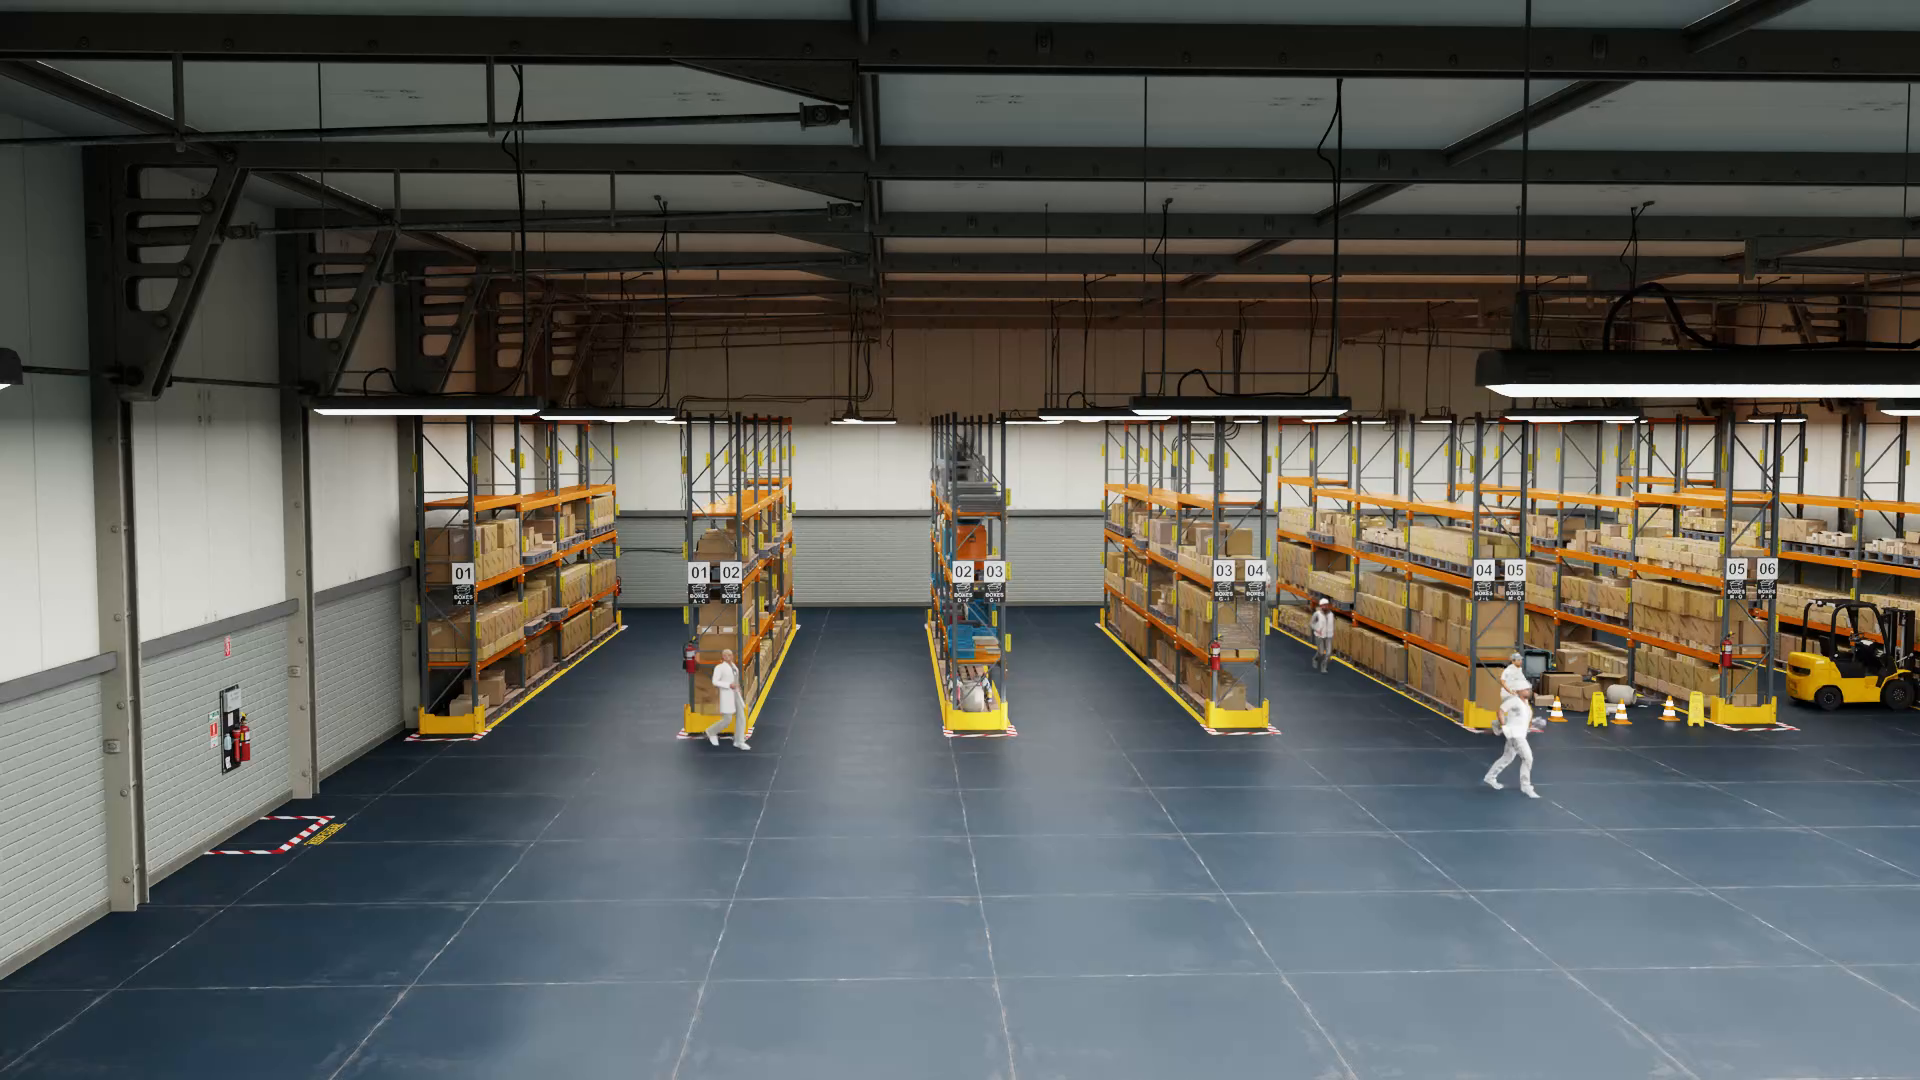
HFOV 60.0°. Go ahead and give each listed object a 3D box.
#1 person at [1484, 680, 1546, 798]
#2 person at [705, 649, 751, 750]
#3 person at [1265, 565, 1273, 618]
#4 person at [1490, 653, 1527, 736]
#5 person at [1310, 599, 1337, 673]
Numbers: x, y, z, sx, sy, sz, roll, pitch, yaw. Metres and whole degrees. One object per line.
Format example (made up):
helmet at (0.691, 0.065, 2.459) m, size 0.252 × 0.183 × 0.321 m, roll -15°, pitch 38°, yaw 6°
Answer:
person at (8.637, 3.080, 25.898) m, size 0.918 × 1.828 × 0.599 m, roll 2°, pitch 4°, yaw 26°
person at (-4.124, 2.829, 29.536) m, size 0.907 × 1.787 × 0.723 m, roll 2°, pitch 5°, yaw 31°
person at (8.846, 1.558, 48.535) m, size 0.837 × 1.784 × 0.680 m, roll -2°, pitch 4°, yaw -30°
person at (9.987, 2.866, 30.248) m, size 0.597 × 1.657 × 0.621 m, roll 3°, pitch 5°, yaw 37°
person at (8.459, 2.226, 38.681) m, size 0.647 × 1.727 × 0.580 m, roll -1°, pitch 4°, yaw -11°
